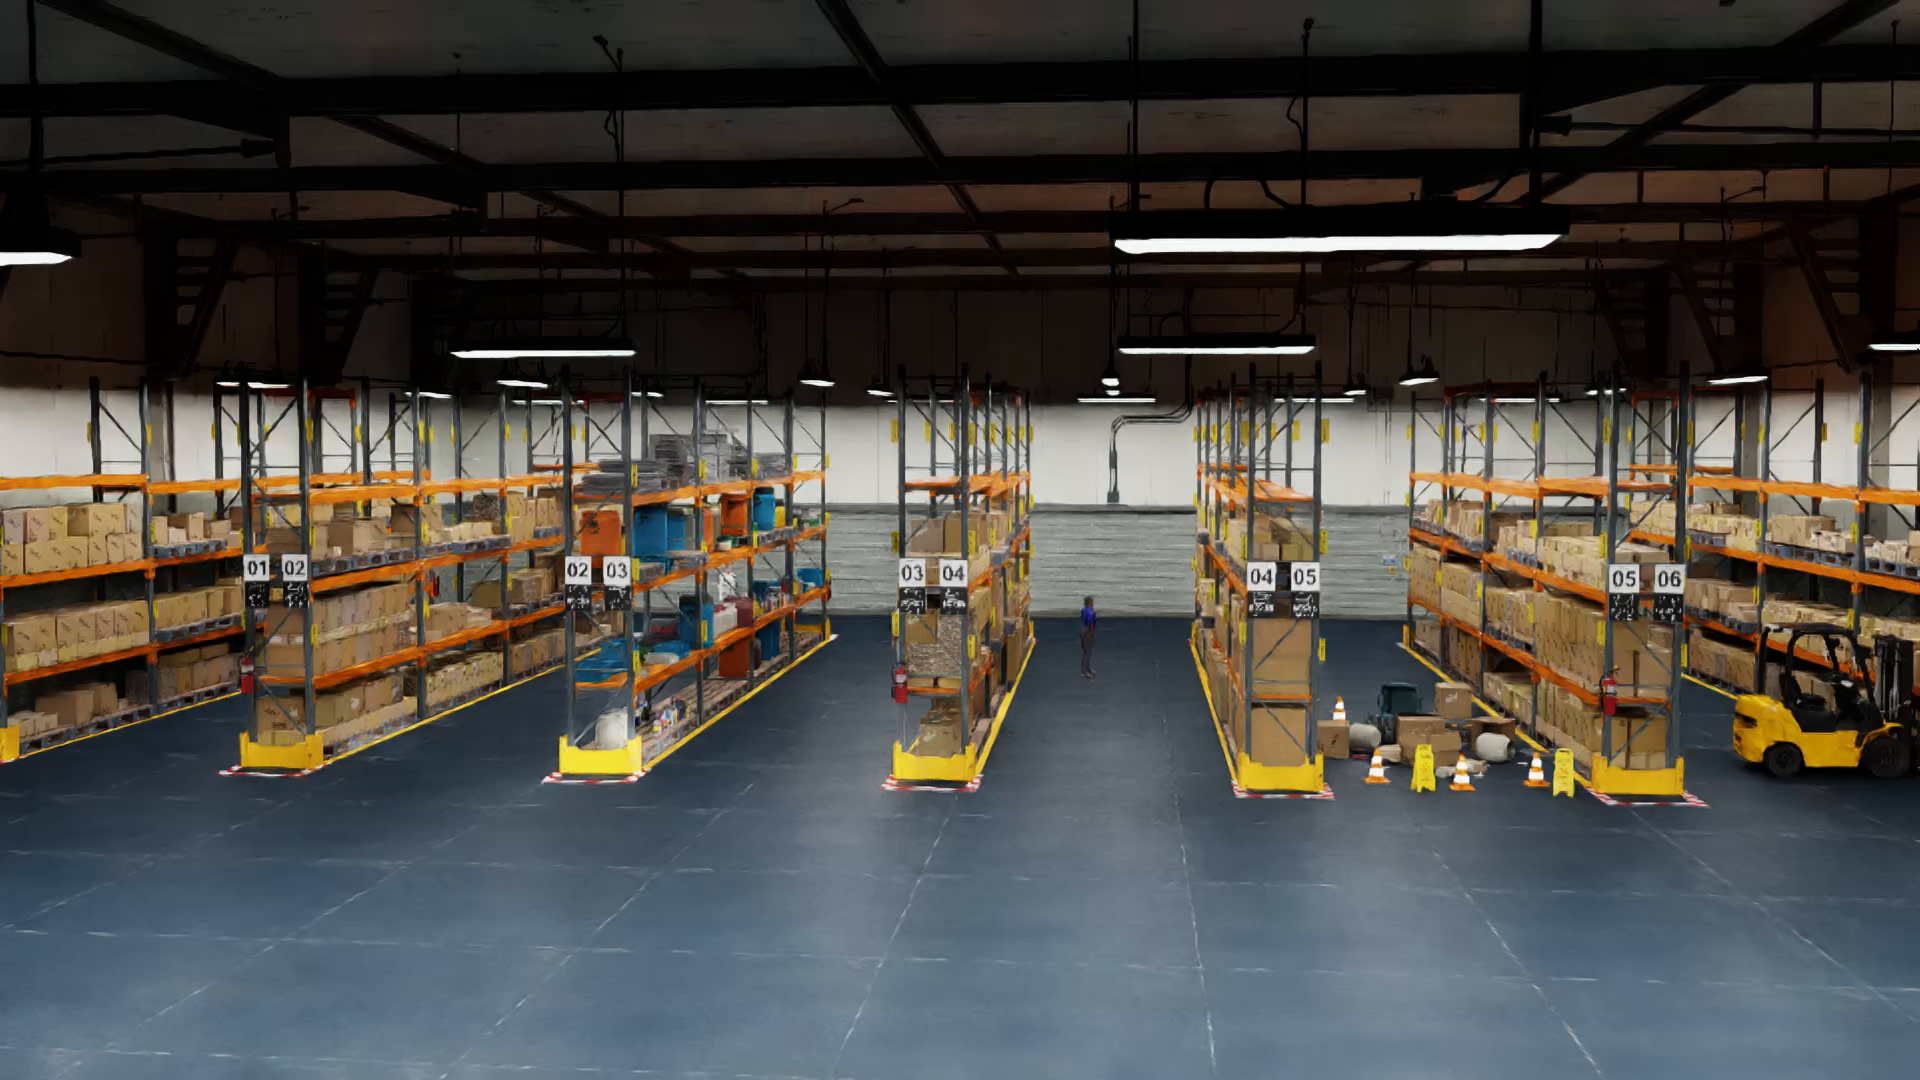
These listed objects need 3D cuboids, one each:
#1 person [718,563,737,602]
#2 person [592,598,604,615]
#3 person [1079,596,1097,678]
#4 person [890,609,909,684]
[{"bbox_3d":[-6.140,1.410,43.119,0.657,1.662,0.501,-3,5,-37],"label":"person"},{"bbox_3d":[-9.794,1.234,45.270,0.597,1.746,0.967,-1,4,-17],"label":"person"},{"bbox_3d":[2.663,1.972,34.153,0.443,1.650,0.545,-1,4,-17],"label":"person"},{"bbox_3d":[-1.167,1.977,33.296,0.573,1.749,0.655,3,5,36],"label":"person"}]
